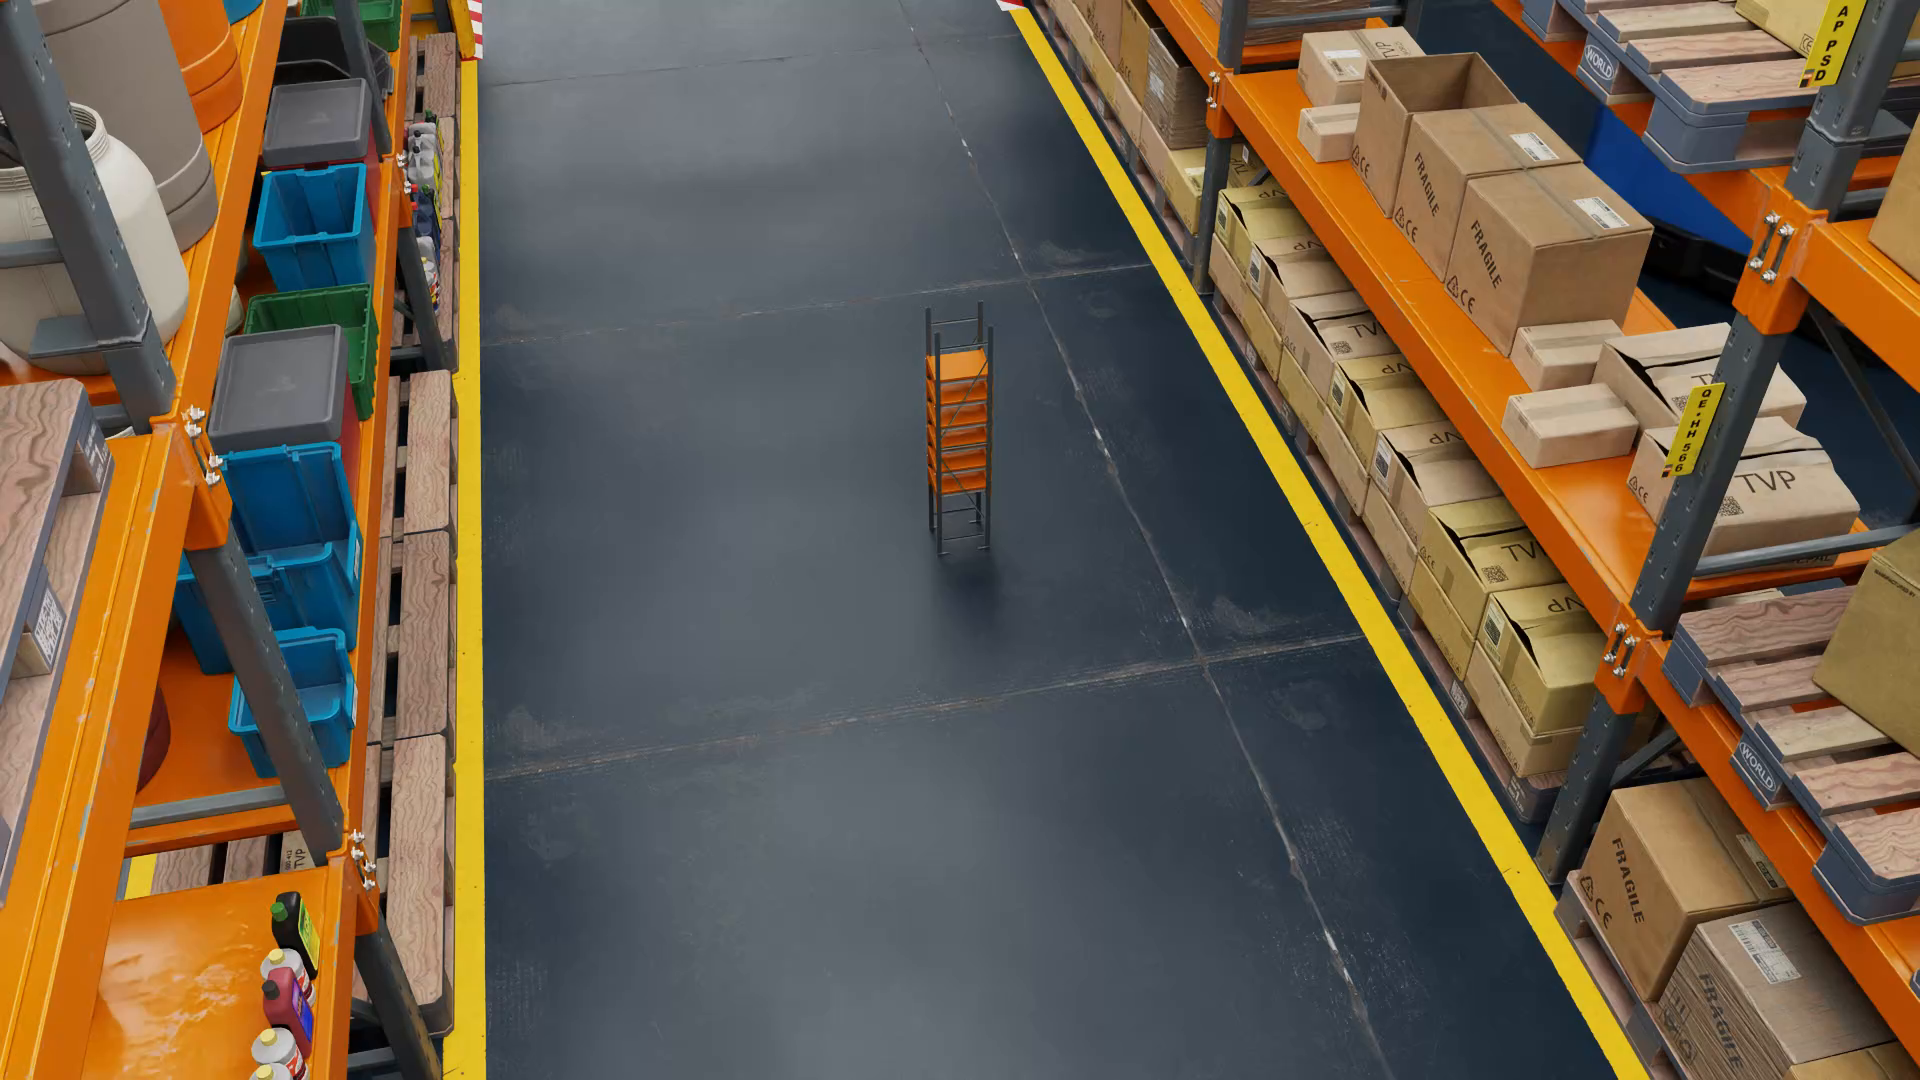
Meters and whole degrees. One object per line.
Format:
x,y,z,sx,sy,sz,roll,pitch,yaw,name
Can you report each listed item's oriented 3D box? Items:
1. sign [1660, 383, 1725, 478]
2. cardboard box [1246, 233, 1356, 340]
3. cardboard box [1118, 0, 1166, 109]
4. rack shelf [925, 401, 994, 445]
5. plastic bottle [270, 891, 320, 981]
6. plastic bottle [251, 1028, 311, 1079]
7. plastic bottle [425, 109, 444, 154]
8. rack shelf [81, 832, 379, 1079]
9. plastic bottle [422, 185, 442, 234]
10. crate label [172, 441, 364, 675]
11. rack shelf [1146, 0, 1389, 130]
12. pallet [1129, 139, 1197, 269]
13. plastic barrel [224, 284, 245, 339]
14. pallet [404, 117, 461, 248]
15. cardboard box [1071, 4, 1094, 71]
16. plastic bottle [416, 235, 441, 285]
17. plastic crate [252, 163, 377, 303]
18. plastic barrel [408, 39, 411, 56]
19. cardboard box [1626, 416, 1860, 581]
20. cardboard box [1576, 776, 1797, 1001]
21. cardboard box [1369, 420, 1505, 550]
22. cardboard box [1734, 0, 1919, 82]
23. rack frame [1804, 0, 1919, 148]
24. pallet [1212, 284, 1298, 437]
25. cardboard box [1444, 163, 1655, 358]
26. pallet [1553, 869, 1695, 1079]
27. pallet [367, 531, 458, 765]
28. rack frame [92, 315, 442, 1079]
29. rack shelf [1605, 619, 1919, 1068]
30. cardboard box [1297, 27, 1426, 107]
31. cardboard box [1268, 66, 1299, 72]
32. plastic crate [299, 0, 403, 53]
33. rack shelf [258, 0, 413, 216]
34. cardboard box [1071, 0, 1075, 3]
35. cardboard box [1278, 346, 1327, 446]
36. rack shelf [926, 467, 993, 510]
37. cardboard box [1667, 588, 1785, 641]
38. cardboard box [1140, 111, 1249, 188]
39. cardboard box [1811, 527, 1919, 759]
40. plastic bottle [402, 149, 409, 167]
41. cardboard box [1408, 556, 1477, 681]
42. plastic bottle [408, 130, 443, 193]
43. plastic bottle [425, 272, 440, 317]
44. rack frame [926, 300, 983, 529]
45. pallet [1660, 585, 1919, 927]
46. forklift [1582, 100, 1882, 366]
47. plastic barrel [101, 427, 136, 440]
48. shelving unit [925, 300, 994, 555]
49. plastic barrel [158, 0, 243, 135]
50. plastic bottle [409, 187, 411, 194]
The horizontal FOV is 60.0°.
2.092,-0.311,4.750,0.100,0.325,0.005,-8,42,-9,sign
1.718,-1.262,8.026,0.500,0.311,0.500,-9,42,-10,cardboard box
1.248,-2.880,9.707,0.500,0.500,0.500,-8,42,-9,cardboard box
-0.003,-0.515,7.094,0.258,0.103,0.180,-8,42,-9,rack shelf
-1.701,0.993,4.242,0.061,0.283,0.133,-8,42,-9,plastic bottle
-1.644,1.250,4.013,0.097,0.201,0.097,0,42,0,plastic bottle
-3.064,-2.386,9.674,0.061,0.283,0.133,-7,42,-8,plastic bottle
-1.773,2.313,3.208,1.077,0.370,4.000,-8,42,-9,rack shelf
-2.873,-1.812,9.028,0.061,0.283,0.133,-7,42,-7,plastic bottle
-2.155,0.052,5.187,0.502,0.435,0.616,-8,42,-9,crate label
1.338,-3.580,9.847,1.077,0.370,4.000,-8,42,-9,rack shelf
1.639,-2.031,9.660,1.003,0.211,1.213,-8,42,-9,pallet
-2.932,-0.913,6.405,0.301,0.262,0.301,0,42,0,plastic barrel
-3.439,-2.036,9.666,1.003,0.211,1.213,-8,42,-9,pallet
1.024,-3.246,10.684,0.500,0.250,0.500,-8,42,-9,cardboard box
-2.805,-1.466,8.644,0.152,0.276,0.135,-7,42,-8,plastic bottle
-2.526,-1.168,6.600,0.392,0.384,0.575,-8,42,-9,plastic crate
-3.715,-3.249,10.490,0.421,0.512,0.421,0,42,0,plastic barrel
2.597,-0.168,5.529,0.500,0.311,0.500,-6,42,-7,cardboard box
2.452,1.147,5.532,0.500,0.500,0.500,-7,42,-7,cardboard box
2.055,-0.266,6.904,0.500,0.311,0.500,-9,42,-10,cardboard box
2.480,-1.468,4.463,0.500,0.250,0.500,-11,43,-12,cardboard box
2.633,-2.203,3.235,1.000,3.000,0.127,-8,42,-9,rack frame
1.967,-1.037,8.541,1.003,0.211,1.213,-8,42,-9,pallet
2.255,-1.082,6.416,0.500,0.500,0.500,-10,43,-12,cardboard box
2.757,1.573,5.601,1.003,0.211,1.213,-8,42,-9,pallet
-2.594,0.494,6.816,1.003,0.211,1.213,-8,42,-9,pallet
-2.205,0.748,4.430,1.000,3.000,0.127,-8,42,-9,rack frame
3.065,1.606,4.005,1.077,0.370,4.000,-8,42,-9,rack shelf
1.918,-2.183,7.845,0.500,0.250,0.500,-6,42,-7,cardboard box
1.975,-2.307,9.061,0.500,0.500,0.500,-8,42,-9,cardboard box
-3.085,-2.686,8.458,0.450,0.188,0.662,-8,42,-9,plastic crate
-3.500,-2.872,9.050,1.077,0.370,4.000,-8,42,-9,rack shelf
0.914,-3.851,10.800,0.500,0.500,0.500,-8,42,-9,cardboard box
1.838,-0.717,7.835,0.500,0.250,0.500,-10,42,-11,cardboard box
-0.003,-0.245,7.333,0.258,0.103,0.180,-8,42,-9,rack shelf
2.807,0.321,6.243,0.500,0.311,0.500,-7,42,-8,cardboard box
1.358,-2.276,9.591,0.500,0.250,0.500,-8,42,-9,cardboard box
2.879,0.238,4.612,0.700,0.500,0.500,-22,46,-23,cardboard box
-3.167,-2.141,9.460,0.097,0.201,0.097,0,42,0,plastic bottle
2.166,0.272,6.720,0.500,0.250,0.500,-9,42,-10,cardboard box
-3.010,-2.120,9.324,0.144,0.351,0.185,-7,42,-8,plastic bottle
-2.709,-1.258,8.414,0.097,0.271,0.097,0,42,0,plastic bottle
-0.023,-0.517,7.211,0.240,1.200,0.006,-8,42,-9,rack frame
2.848,0.542,4.806,1.213,0.211,1.003,-8,42,-9,pallet
4.826,-2.381,8.006,1.130,2.935,3.031,-33,51,-31,forklift
-2.726,-0.203,5.417,0.421,0.512,0.421,0,42,0,plastic barrel
-0.003,-0.458,7.144,0.258,1.200,0.189,-8,42,-9,shelving unit
-2.311,-1.522,4.404,0.600,0.830,0.708,-8,42,-9,plastic barrel
-2.946,-1.784,9.006,0.097,0.271,0.097,0,42,0,plastic bottle
